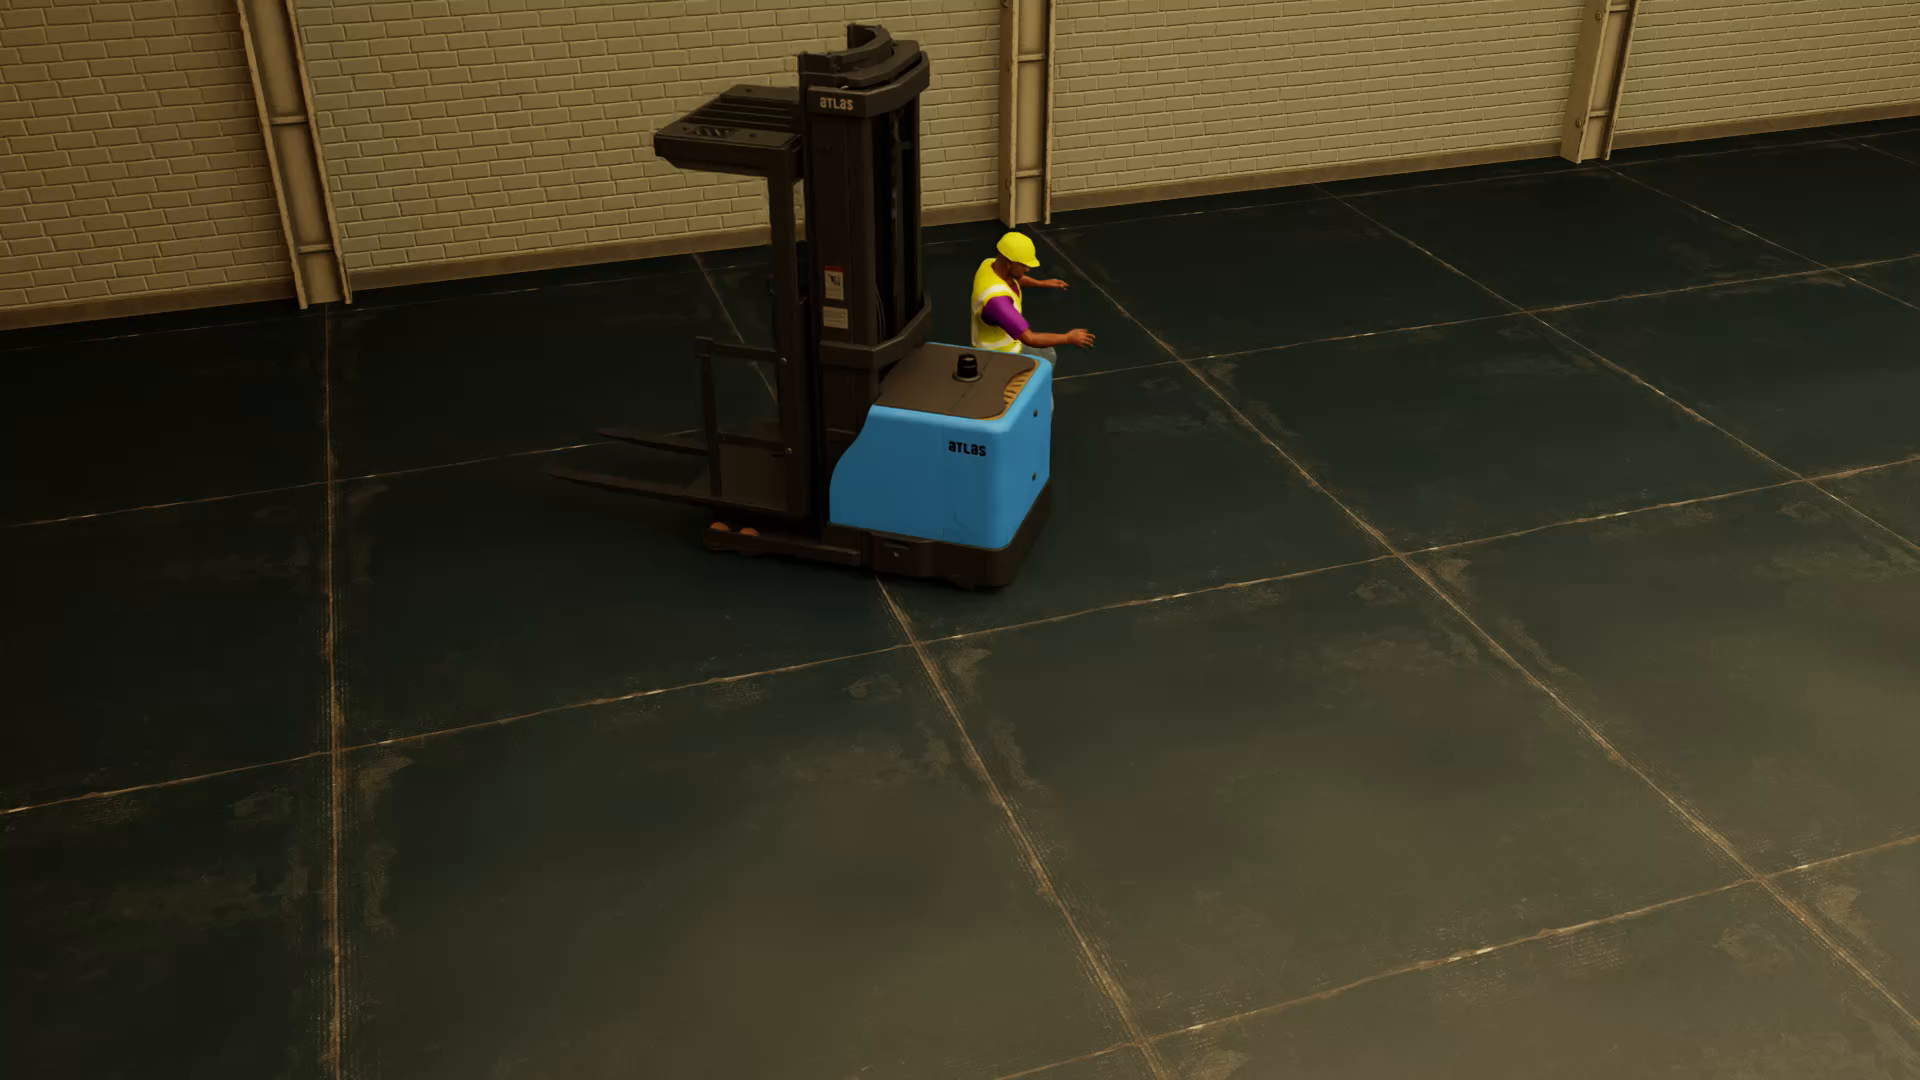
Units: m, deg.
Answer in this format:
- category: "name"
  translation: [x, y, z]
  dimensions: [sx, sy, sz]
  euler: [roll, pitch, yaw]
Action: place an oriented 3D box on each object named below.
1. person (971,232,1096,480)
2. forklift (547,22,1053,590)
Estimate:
- category: "person"
  translation: [0.465, -1.257, 10.692]
  dimensions: [0.796, 1.569, 0.971]
  euler: [1, 30, 2]
- category: "forklift"
  translation: [-1.020, -1.413, 9.544]
  dimensions: [3.031, 2.935, 1.130]
  euler: [9, 31, 16]
